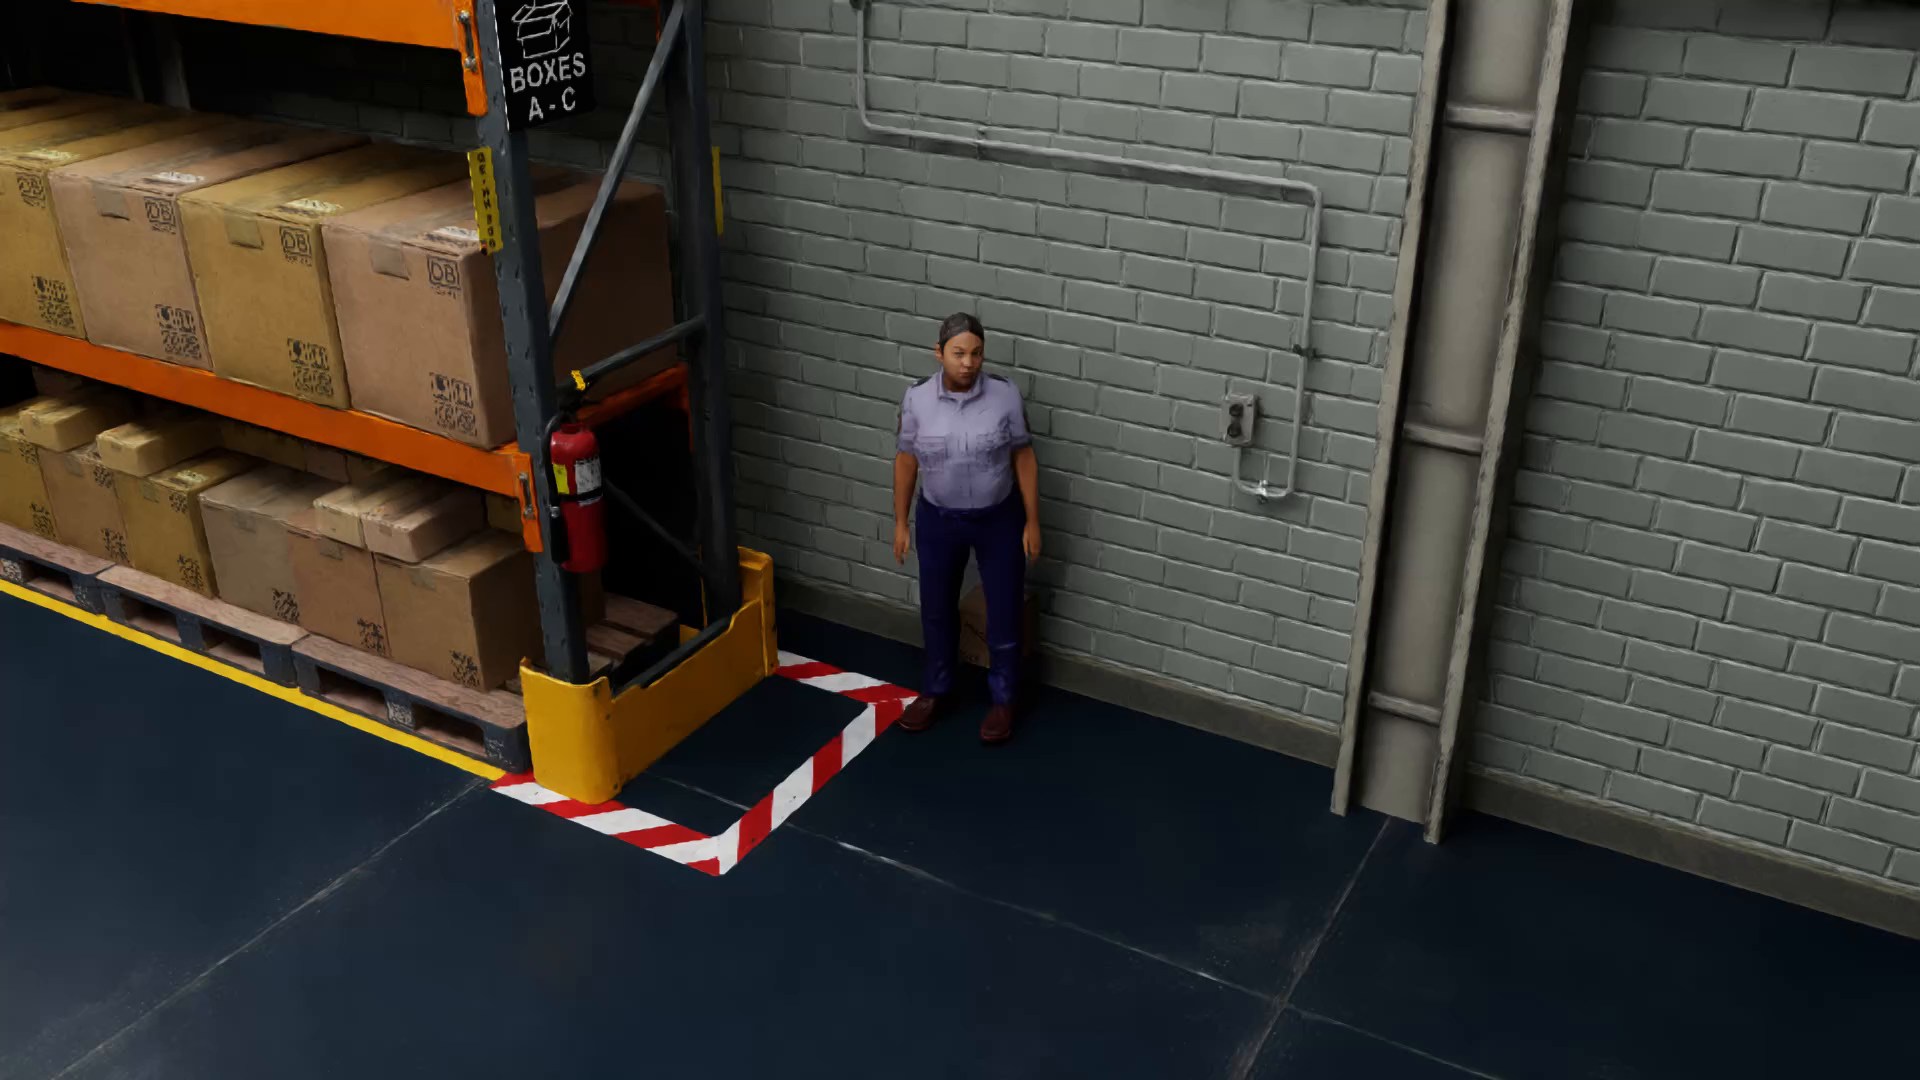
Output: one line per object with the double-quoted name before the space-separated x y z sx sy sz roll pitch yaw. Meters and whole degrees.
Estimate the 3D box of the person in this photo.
"person" 0.025 -0.041 6.164 0.556 1.662 0.382 2 27 4
